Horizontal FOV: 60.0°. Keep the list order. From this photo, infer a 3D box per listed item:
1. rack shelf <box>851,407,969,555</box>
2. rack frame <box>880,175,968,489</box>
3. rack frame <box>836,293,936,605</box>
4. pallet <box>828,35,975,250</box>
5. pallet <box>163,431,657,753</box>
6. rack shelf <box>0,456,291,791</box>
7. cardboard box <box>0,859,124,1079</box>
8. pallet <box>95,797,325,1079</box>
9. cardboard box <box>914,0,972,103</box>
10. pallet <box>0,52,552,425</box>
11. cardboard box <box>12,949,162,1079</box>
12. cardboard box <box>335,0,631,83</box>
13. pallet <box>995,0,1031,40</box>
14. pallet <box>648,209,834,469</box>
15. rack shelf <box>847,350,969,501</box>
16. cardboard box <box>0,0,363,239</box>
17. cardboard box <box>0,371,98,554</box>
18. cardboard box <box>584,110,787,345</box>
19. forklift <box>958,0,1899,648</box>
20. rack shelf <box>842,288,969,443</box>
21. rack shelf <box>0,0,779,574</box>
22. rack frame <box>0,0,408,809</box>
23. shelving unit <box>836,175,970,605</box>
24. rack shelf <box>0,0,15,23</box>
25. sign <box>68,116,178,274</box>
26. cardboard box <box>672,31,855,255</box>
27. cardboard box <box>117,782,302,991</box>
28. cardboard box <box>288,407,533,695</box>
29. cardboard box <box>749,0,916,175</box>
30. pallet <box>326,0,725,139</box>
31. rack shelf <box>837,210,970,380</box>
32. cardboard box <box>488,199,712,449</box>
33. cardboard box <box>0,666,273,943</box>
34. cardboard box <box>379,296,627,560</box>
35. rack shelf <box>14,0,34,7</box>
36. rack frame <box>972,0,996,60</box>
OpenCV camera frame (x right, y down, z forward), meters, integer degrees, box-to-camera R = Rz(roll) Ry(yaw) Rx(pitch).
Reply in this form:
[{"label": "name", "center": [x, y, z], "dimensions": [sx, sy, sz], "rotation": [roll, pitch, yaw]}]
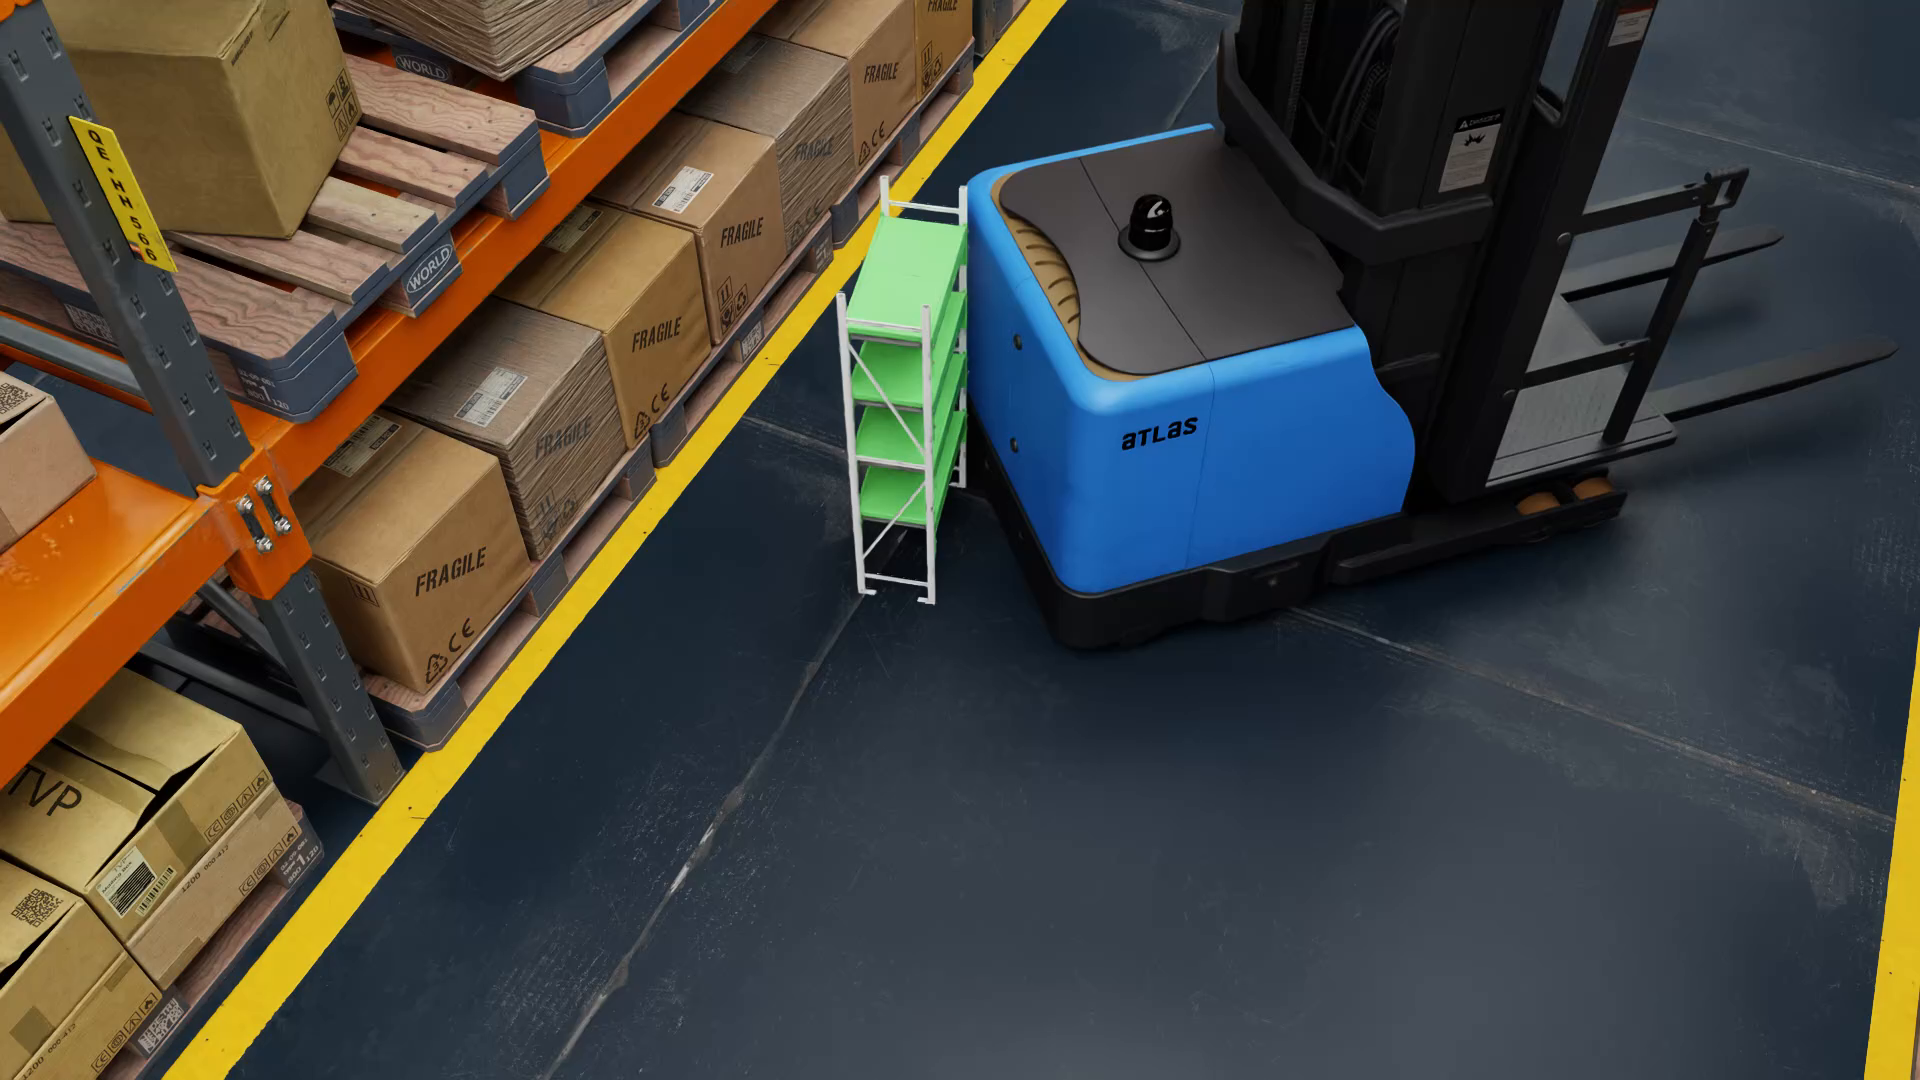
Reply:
[{"label": "rack shelf", "center": [-0.146, -0.199, 5.031], "dimensions": [0.258, 0.148, 0.480], "rotation": [9, 50, 7]}, {"label": "rack frame", "center": [-0.099, -0.579, 4.954], "dimensions": [0.240, 1.200, 0.015], "rotation": [9, 50, 7]}, {"label": "rack frame", "center": [-0.194, -0.214, 4.644], "dimensions": [0.240, 1.200, 0.015], "rotation": [9, 50, 7]}, {"label": "pallet", "center": [-0.642, -1.711, 6.567], "dimensions": [1.003, 0.211, 1.213], "rotation": [20, 52, 16]}, {"label": "pallet", "center": [-1.684, -0.031, 5.137], "dimensions": [1.003, 0.211, 1.213], "rotation": [20, 52, 16]}, {"label": "rack shelf", "center": [-2.892, 1.178, 2.750], "dimensions": [1.077, 0.370, 4.000], "rotation": [20, 52, 16]}, {"label": "cardboard box", "center": [-2.255, 0.942, 3.641], "dimensions": [0.500, 0.311, 0.500], "rotation": [19, 52, 16]}, {"label": "pallet", "center": [-2.424, 1.025, 4.239], "dimensions": [1.003, 0.211, 1.213], "rotation": [20, 52, 16]}, {"label": "cardboard box", "center": [-0.280, -2.086, 6.408], "dimensions": [0.500, 0.500, 0.500], "rotation": [20, 52, 16]}, {"label": "pallet", "center": [-1.811, -0.860, 4.138], "dimensions": [1.213, 0.211, 1.003], "rotation": [20, 52, 16]}, {"label": "cardboard box", "center": [-2.258, 1.120, 3.857], "dimensions": [0.500, 0.250, 0.500], "rotation": [19, 52, 16]}, {"label": "cardboard box", "center": [-1.307, -1.639, 4.334], "dimensions": [0.700, 0.500, 0.500], "rotation": [29, 56, 23]}, {"label": "pallet", "center": [-0.034, -2.756, 7.456], "dimensions": [1.003, 0.211, 1.213], "rotation": [20, 52, 16]}, {"label": "pallet", "center": [-1.162, -0.868, 5.850], "dimensions": [1.003, 0.211, 1.213], "rotation": [20, 52, 16]}, {"label": "rack shelf", "center": [-0.146, -0.355, 4.848], "dimensions": [0.258, 0.148, 0.480], "rotation": [9, 50, 7]}, {"label": "cardboard box", "center": [-1.870, -1.071, 3.851], "dimensions": [0.700, 0.500, 0.500], "rotation": [4, 50, 4]}, {"label": "cardboard box", "center": [-2.232, -0.167, 3.481], "dimensions": [0.500, 0.311, 0.500], "rotation": [23, 53, 18]}, {"label": "cardboard box", "center": [-0.929, -1.052, 5.528], "dimensions": [0.500, 0.500, 0.500], "rotation": [18, 52, 15]}, {"label": "forklift", "center": [1.567, -1.311, 4.441], "dimensions": [3.031, 2.935, 1.130], "rotation": [-14, 51, -12]}, {"label": "rack shelf", "center": [-0.146, -0.510, 4.665], "dimensions": [0.258, 0.148, 0.480], "rotation": [9, 50, 7]}, {"label": "rack shelf", "center": [-1.183, -1.576, 5.094], "dimensions": [1.077, 0.370, 4.000], "rotation": [20, 52, 16]}, {"label": "rack frame", "center": [-2.037, -0.432, 3.648], "dimensions": [1.000, 3.000, 0.127], "rotation": [20, 52, 16]}, {"label": "shelving unit", "center": [-0.146, -0.396, 4.799], "dimensions": [0.258, 1.200, 0.503], "rotation": [9, 50, 7]}, {"label": "rack shelf", "center": [-2.892, 0.206, 1.608], "dimensions": [1.077, 0.370, 4.000], "rotation": [20, 52, 16]}, {"label": "sign", "center": [-1.534, -0.629, 3.056], "dimensions": [0.100, 0.325, 0.005], "rotation": [20, 52, 16]}, {"label": "cardboard box", "center": [-0.713, -1.403, 5.827], "dimensions": [0.500, 0.500, 0.500], "rotation": [20, 53, 17]}, {"label": "cardboard box", "center": [-2.041, 0.764, 4.160], "dimensions": [0.500, 0.250, 0.500], "rotation": [21, 53, 17]}, {"label": "cardboard box", "center": [-1.584, 0.015, 4.620], "dimensions": [0.500, 0.500, 0.500], "rotation": [22, 53, 18]}, {"label": "cardboard box", "center": [-0.499, -1.749, 6.121], "dimensions": [0.500, 0.500, 0.500], "rotation": [20, 52, 16]}, {"label": "pallet", "center": [-1.211, -1.711, 4.862], "dimensions": [1.003, 0.211, 1.213], "rotation": [20, 52, 16]}, {"label": "rack shelf", "center": [-0.146, -0.666, 4.482], "dimensions": [0.258, 0.148, 0.480], "rotation": [9, 50, 7]}, {"label": "cardboard box", "center": [-1.147, -0.691, 5.221], "dimensions": [0.500, 0.500, 0.500], "rotation": [19, 52, 16]}, {"label": "cardboard box", "center": [-2.038, 0.582, 3.947], "dimensions": [0.500, 0.311, 0.500], "rotation": [21, 53, 17]}, {"label": "cardboard box", "center": [-1.366, -0.348, 4.929], "dimensions": [0.500, 0.500, 0.500], "rotation": [18, 52, 15]}, {"label": "rack shelf", "center": [-1.183, -2.549, 3.952], "dimensions": [1.077, 0.370, 4.000], "rotation": [20, 52, 16]}, {"label": "rack frame", "center": [-0.328, -3.187, 5.992], "dimensions": [1.000, 3.000, 0.127], "rotation": [20, 52, 16]}]
